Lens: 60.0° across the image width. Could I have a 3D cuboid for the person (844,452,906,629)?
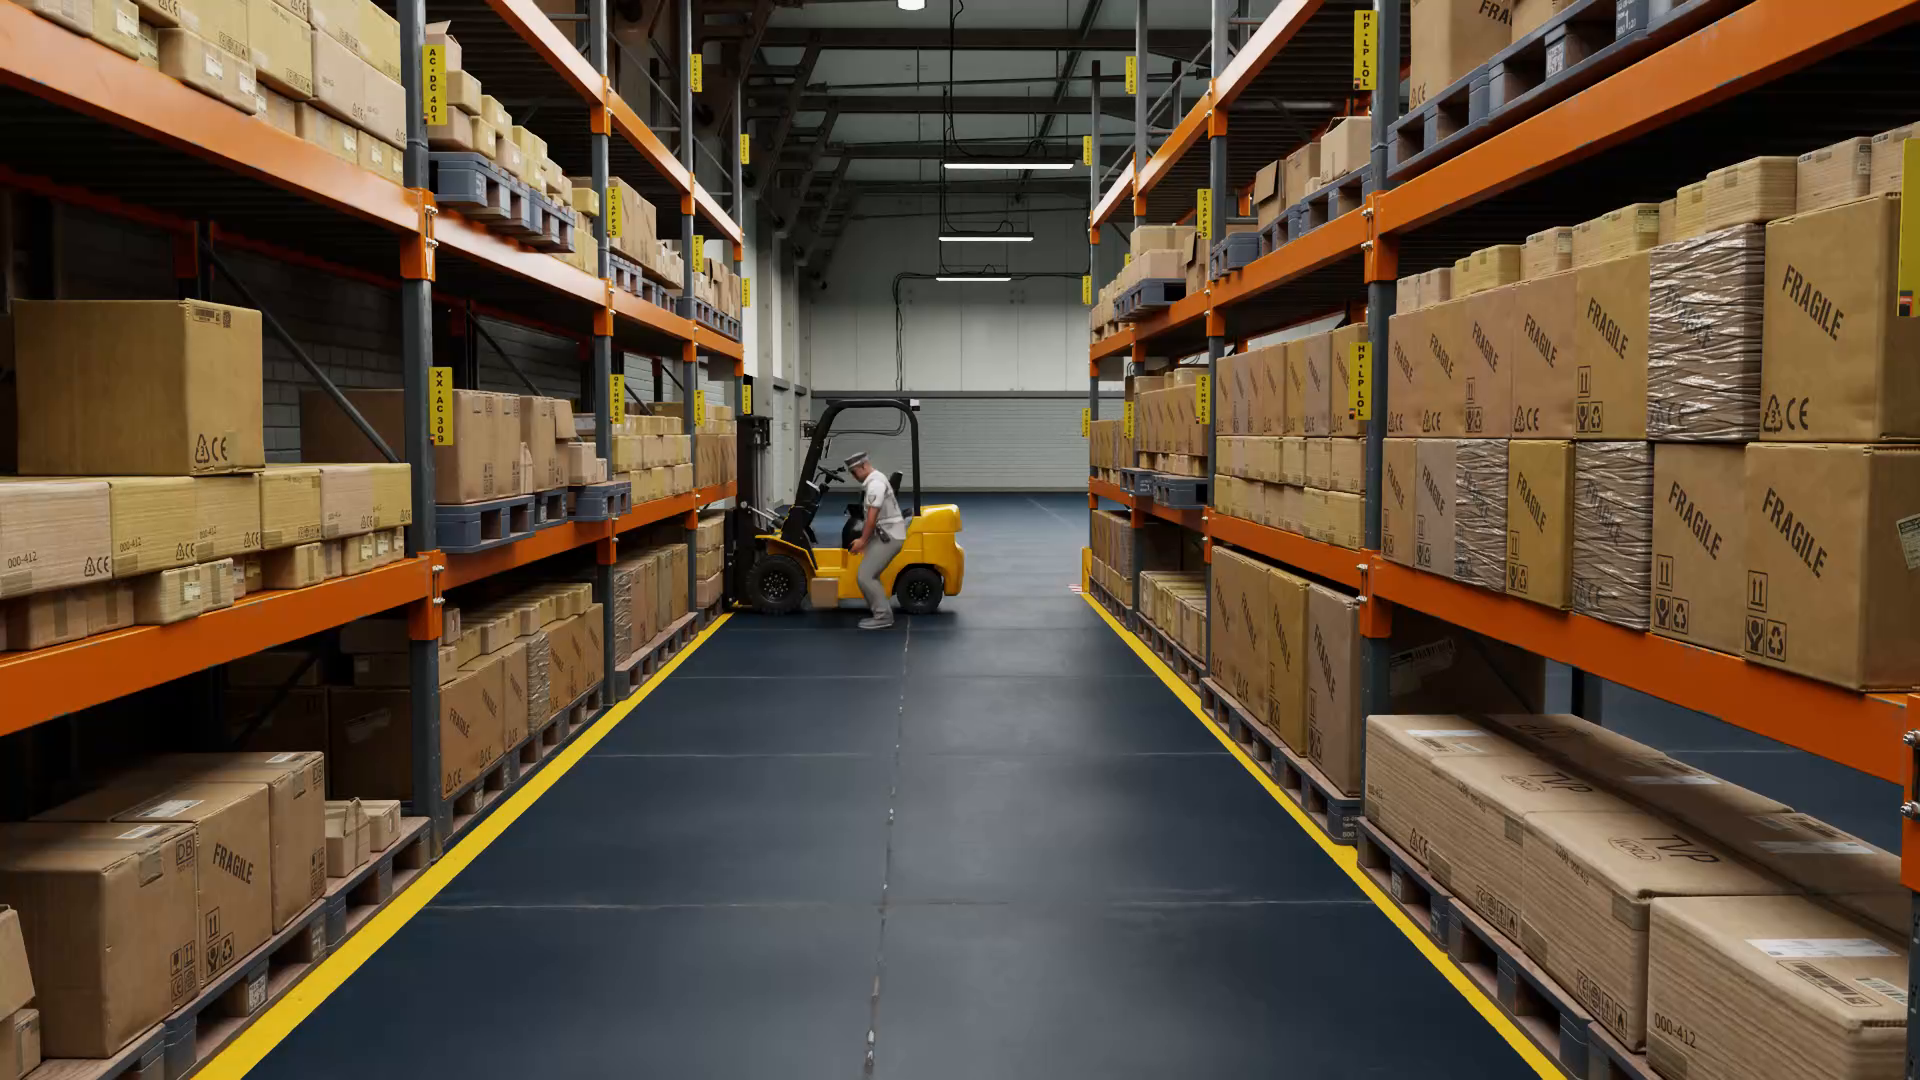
[{"bbox_3d":[-0.793,0.001,15.554,0.585,1.650,0.571,0,4,0],"label":"person"}]
